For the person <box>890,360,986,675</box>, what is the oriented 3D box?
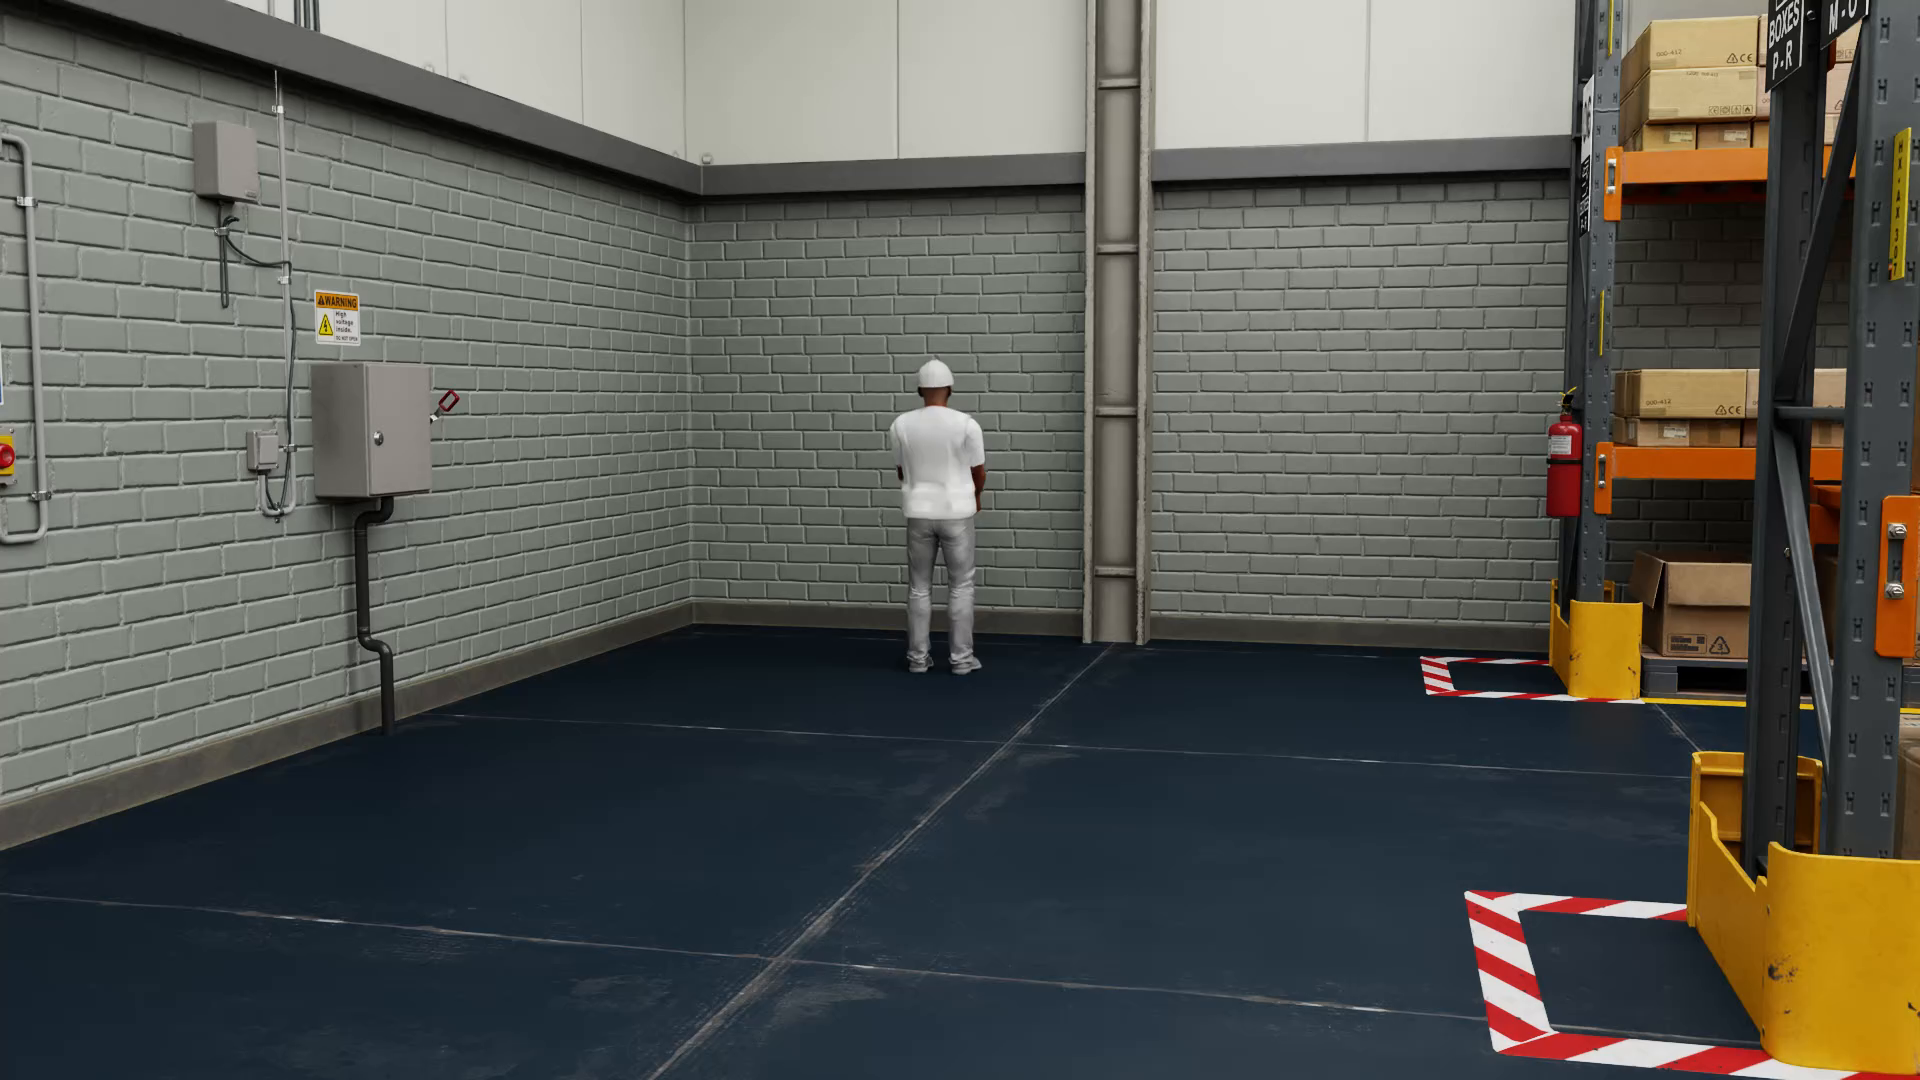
[{"bbox_3d":[-0.101,-0.136,9.504,0.528,1.769,0.567,1,5,13],"label":"person"}]
